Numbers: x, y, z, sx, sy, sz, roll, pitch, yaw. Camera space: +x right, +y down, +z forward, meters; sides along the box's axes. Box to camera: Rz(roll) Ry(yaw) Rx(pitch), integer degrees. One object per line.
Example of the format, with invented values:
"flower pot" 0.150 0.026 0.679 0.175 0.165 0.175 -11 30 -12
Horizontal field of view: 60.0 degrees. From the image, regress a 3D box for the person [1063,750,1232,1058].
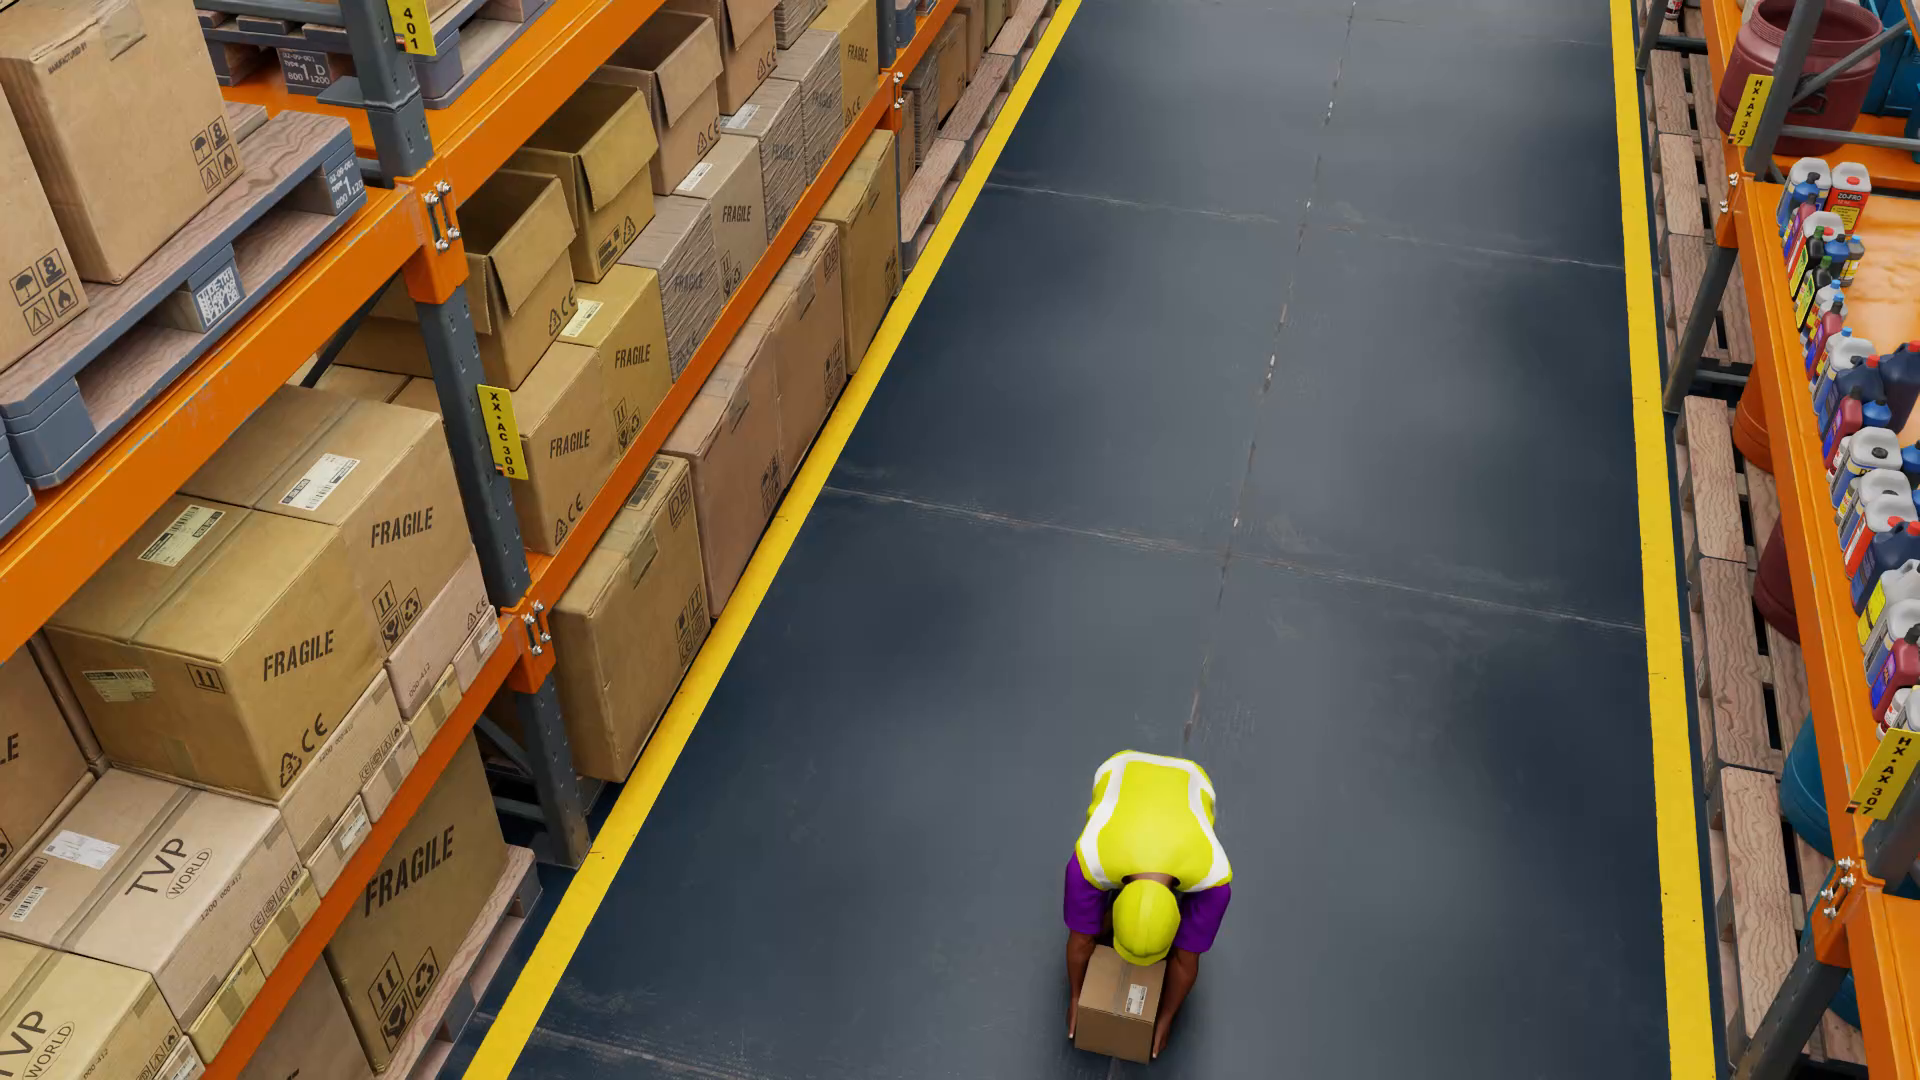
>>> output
"person" 0.632 1.168 5.576 0.537 0.863 0.943 9 42 11
